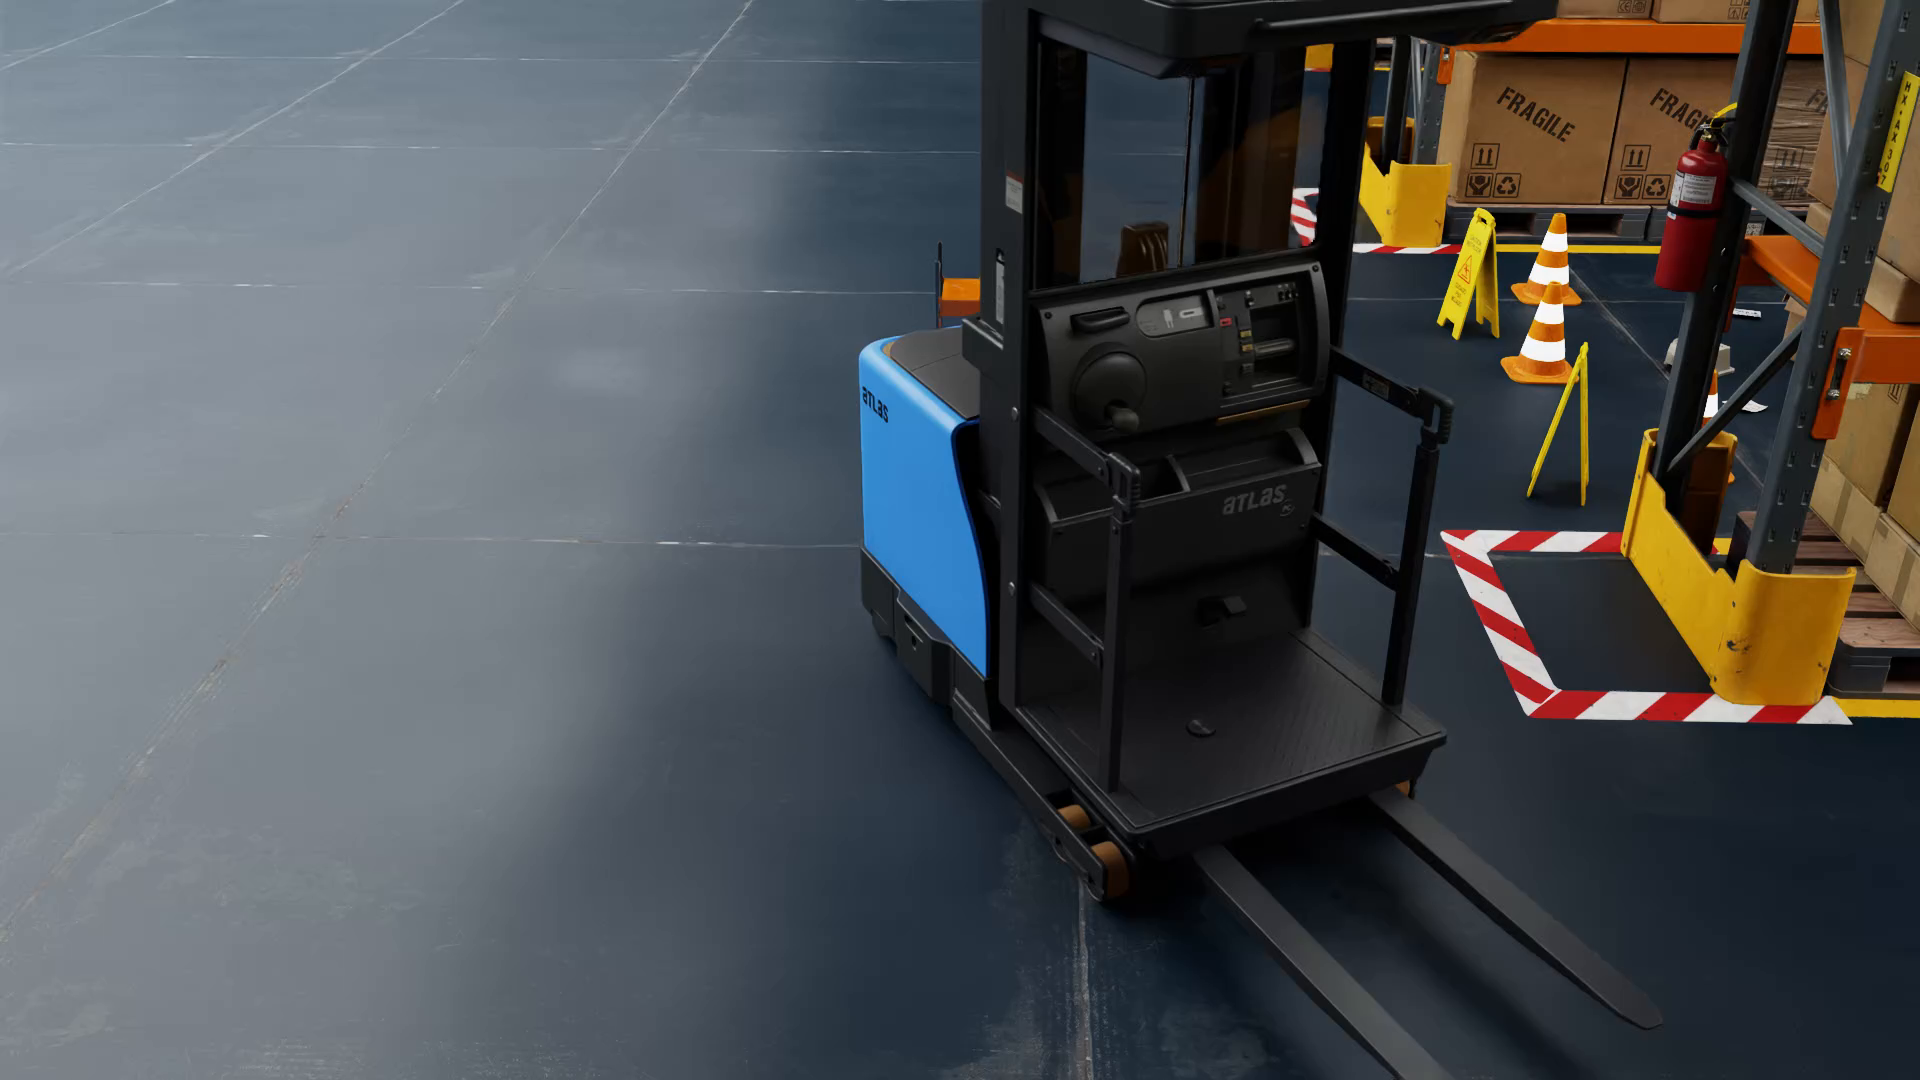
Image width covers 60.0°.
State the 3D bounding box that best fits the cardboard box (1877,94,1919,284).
[{"bbox_3d":[3.168,-1.078,5.094,0.500,0.500,0.500,1,28,1],"label":"cardboard box"}]

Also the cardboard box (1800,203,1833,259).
[{"bbox_3d":[3.086,-1.023,5.683,0.250,0.149,0.380,2,28,4],"label":"cardboard box"}]

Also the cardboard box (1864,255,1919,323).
[{"bbox_3d":[3.037,-0.826,5.313,0.250,0.149,0.380,1,28,2],"label":"cardboard box"}]

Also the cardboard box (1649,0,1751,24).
[{"bbox_3d":[4.256,-3.373,9.688,0.550,0.550,0.875,1,28,2],"label":"cardboard box"}]

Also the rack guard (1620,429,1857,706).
[{"bbox_3d":[2.781,0.066,6.030,0.348,0.500,1.175,1,28,2],"label":"rack guard"}]

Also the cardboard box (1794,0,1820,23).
[{"bbox_3d":[4.788,-3.384,9.708,0.500,0.550,0.875,1,28,2],"label":"cardboard box"}]

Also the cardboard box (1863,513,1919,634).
[{"bbox_3d":[3.501,0.132,5.723,0.500,0.250,0.500,1,28,1],"label":"cardboard box"}]

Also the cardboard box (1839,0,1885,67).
[{"bbox_3d":[3.223,-1.751,5.297,0.500,0.500,0.700,0,28,1],"label":"cardboard box"}]

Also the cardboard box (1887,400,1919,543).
[{"bbox_3d":[3.525,-0.199,5.548,0.500,0.500,0.500,0,28,0],"label":"cardboard box"}]

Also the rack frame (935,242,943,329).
[{"bbox_3d":[-0.078,-0.531,6.410,0.015,1.200,0.240,1,28,2],"label":"rack frame"}]

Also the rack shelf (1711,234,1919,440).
[{"bbox_3d":[4.703,-0.689,5.553,4.000,0.370,1.077,1,28,2],"label":"rack shelf"}]

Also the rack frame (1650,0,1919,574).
[{"bbox_3d":[2.705,-1.040,5.447,0.127,3.000,1.000,1,28,2],"label":"rack frame"}]

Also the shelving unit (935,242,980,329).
[{"bbox_3d":[0.165,-0.527,6.402,0.503,1.200,0.258,1,28,2],"label":"shelving unit"}]

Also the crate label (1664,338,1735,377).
[{"bbox_3d":[3.667,-0.913,8.264,0.298,0.136,0.250,-14,31,-24],"label":"crate label"}]

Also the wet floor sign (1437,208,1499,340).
[{"bbox_3d":[2.680,-1.392,8.625,0.232,0.644,0.267,-4,28,-7],"label":"wet floor sign"}]

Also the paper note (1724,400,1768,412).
[{"bbox_3d":[3.720,-0.644,7.871,0.142,0.019,0.148,-9,29,-16],"label":"paper note"}]

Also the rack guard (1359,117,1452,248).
[{"bbox_3d":[2.754,-2.254,10.407,0.348,0.500,1.175,1,28,2],"label":"rack guard"}]

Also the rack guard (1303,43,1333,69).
[{"bbox_3d":[3.130,-4.573,14.781,0.348,0.500,1.175,1,28,2],"label":"rack guard"}]

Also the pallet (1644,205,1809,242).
[{"bbox_3d":[4.796,-2.128,10.478,1.213,0.211,1.003,1,28,2],"label":"pallet"}]

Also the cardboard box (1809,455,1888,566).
[{"bbox_3d":[3.546,-0.123,6.204,0.500,0.250,0.500,1,28,2],"label":"cardboard box"}]

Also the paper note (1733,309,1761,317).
[{"bbox_3d":[4.244,-1.226,8.970,0.142,0.017,0.144,11,30,19],"label":"paper note"}]

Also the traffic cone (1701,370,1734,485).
[{"bbox_3d":[3.180,-0.516,7.167,0.334,0.463,0.336,1,28,2],"label":"traffic cone"}]

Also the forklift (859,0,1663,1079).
[{"bbox_3d":[0.739,-0.503,4.507,1.130,2.935,3.031,-13,31,-23],"label":"forklift"}]

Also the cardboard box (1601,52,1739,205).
[{"bbox_3d":[4.338,-2.611,10.232,0.875,0.875,0.875,1,28,1],"label":"cardboard box"}]

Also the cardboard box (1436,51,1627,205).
[{"bbox_3d":[3.458,-2.625,10.258,0.875,0.875,0.875,1,28,2],"label":"cardboard box"}]

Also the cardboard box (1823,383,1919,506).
[{"bbox_3d":[3.514,-0.451,6.022,0.500,0.500,0.500,1,28,2],"label":"cardboard box"}]

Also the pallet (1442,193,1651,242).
[{"bbox_3d":[3.580,-2.150,10.518,1.213,0.211,1.003,1,28,2],"label":"pallet"}]

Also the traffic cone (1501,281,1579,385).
[{"bbox_3d":[2.879,-1.041,8.158,0.334,0.463,0.336,1,28,2],"label":"traffic cone"}]

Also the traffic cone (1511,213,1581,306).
[{"bbox_3d":[3.259,-1.564,9.145,0.334,0.463,0.336,1,28,2],"label":"traffic cone"}]

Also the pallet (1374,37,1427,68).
[{"bbox_3d":[3.941,-4.415,14.792,1.213,0.211,1.003,1,28,2],"label":"pallet"}]

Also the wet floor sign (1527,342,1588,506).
[{"bbox_3d":[2.553,-0.504,6.949,0.232,0.644,0.267,11,30,19],"label":"wet floor sign"}]

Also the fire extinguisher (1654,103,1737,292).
[{"bbox_3d":[2.606,-1.223,5.876,0.183,0.674,0.296,1,28,2],"label":"fire extinguisher"}]

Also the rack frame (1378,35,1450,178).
[{"bbox_3d":[2.778,-3.359,9.821,0.127,3.000,1.000,1,28,2],"label":"rack frame"}]

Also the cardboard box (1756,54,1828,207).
[{"bbox_3d":[5.249,-2.595,10.202,0.875,0.875,0.875,1,28,2],"label":"cardboard box"}]

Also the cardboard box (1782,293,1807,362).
[{"bbox_3d":[4.549,-1.093,8.212,0.637,0.503,0.797,-20,34,-33],"label":"cardboard box"}]

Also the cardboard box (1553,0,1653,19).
[{"bbox_3d":[3.701,-3.441,9.816,0.550,0.550,0.875,1,28,2],"label":"cardboard box"}]

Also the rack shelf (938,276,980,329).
[{"bbox_3d":[0.165,-0.875,6.218,0.480,0.148,0.258,1,28,2],"label":"rack shelf"}]

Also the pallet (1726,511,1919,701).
[{"bbox_3d":[3.591,0.223,6.041,1.213,0.211,1.003,1,28,2],"label":"pallet"}]

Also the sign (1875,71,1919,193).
[{"bbox_3d":[2.686,-1.168,4.765,0.005,0.325,0.100,1,28,2],"label":"sign"}]

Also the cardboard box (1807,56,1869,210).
[{"bbox_3d":[3.257,-1.335,5.580,0.500,0.500,0.500,0,28,1],"label":"cardboard box"}]

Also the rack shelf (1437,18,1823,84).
[{"bbox_3d":[4.777,-3.008,9.927,4.000,0.370,1.077,1,28,2],"label":"rack shelf"}]
